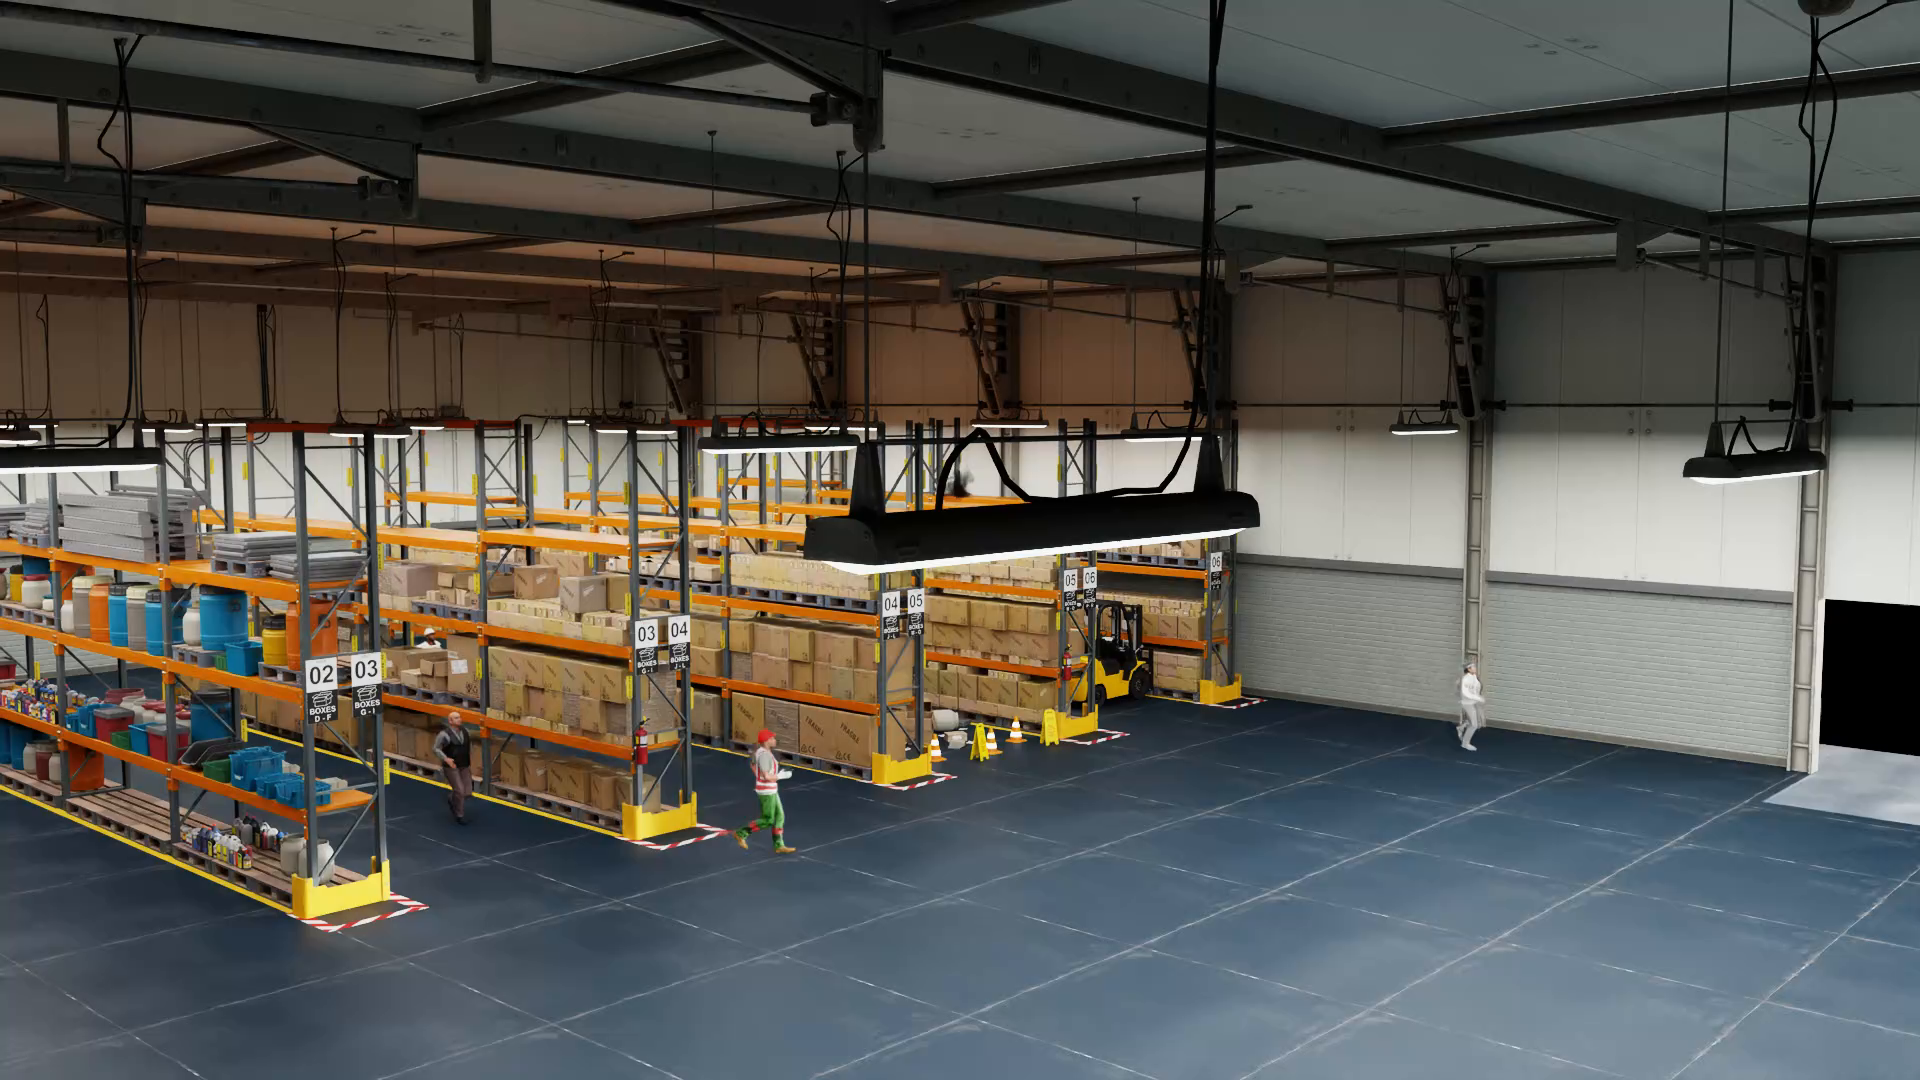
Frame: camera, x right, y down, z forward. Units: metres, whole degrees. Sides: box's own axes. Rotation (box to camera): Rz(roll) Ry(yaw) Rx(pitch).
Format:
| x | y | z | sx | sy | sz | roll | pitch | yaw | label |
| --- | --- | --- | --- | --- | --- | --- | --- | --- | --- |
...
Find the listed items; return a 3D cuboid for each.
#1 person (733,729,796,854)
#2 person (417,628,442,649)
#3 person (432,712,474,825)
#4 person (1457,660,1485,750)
| x | y | z | sx | sy | sz | roll | pitch | yaw | label |
| --- | --- | --- | --- | --- | --- | --- | --- | --- | --- |
| -2.749 | 3.536 | 23.328 | 0.871 | 1.767 | 0.661 | -1 | 5 | -6 | person |
| -10.918 | 2.671 | 34.304 | 0.599 | 1.718 | 0.698 | 3 | 6 | 36 | person |
| -7.659 | 3.435 | 25.157 | 0.617 | 1.695 | 0.670 | 4 | 6 | 37 | person |
| 9.385 | 3.013 | 30.528 | 0.561 | 1.665 | 0.658 | 3 | 6 | 35 | person |
